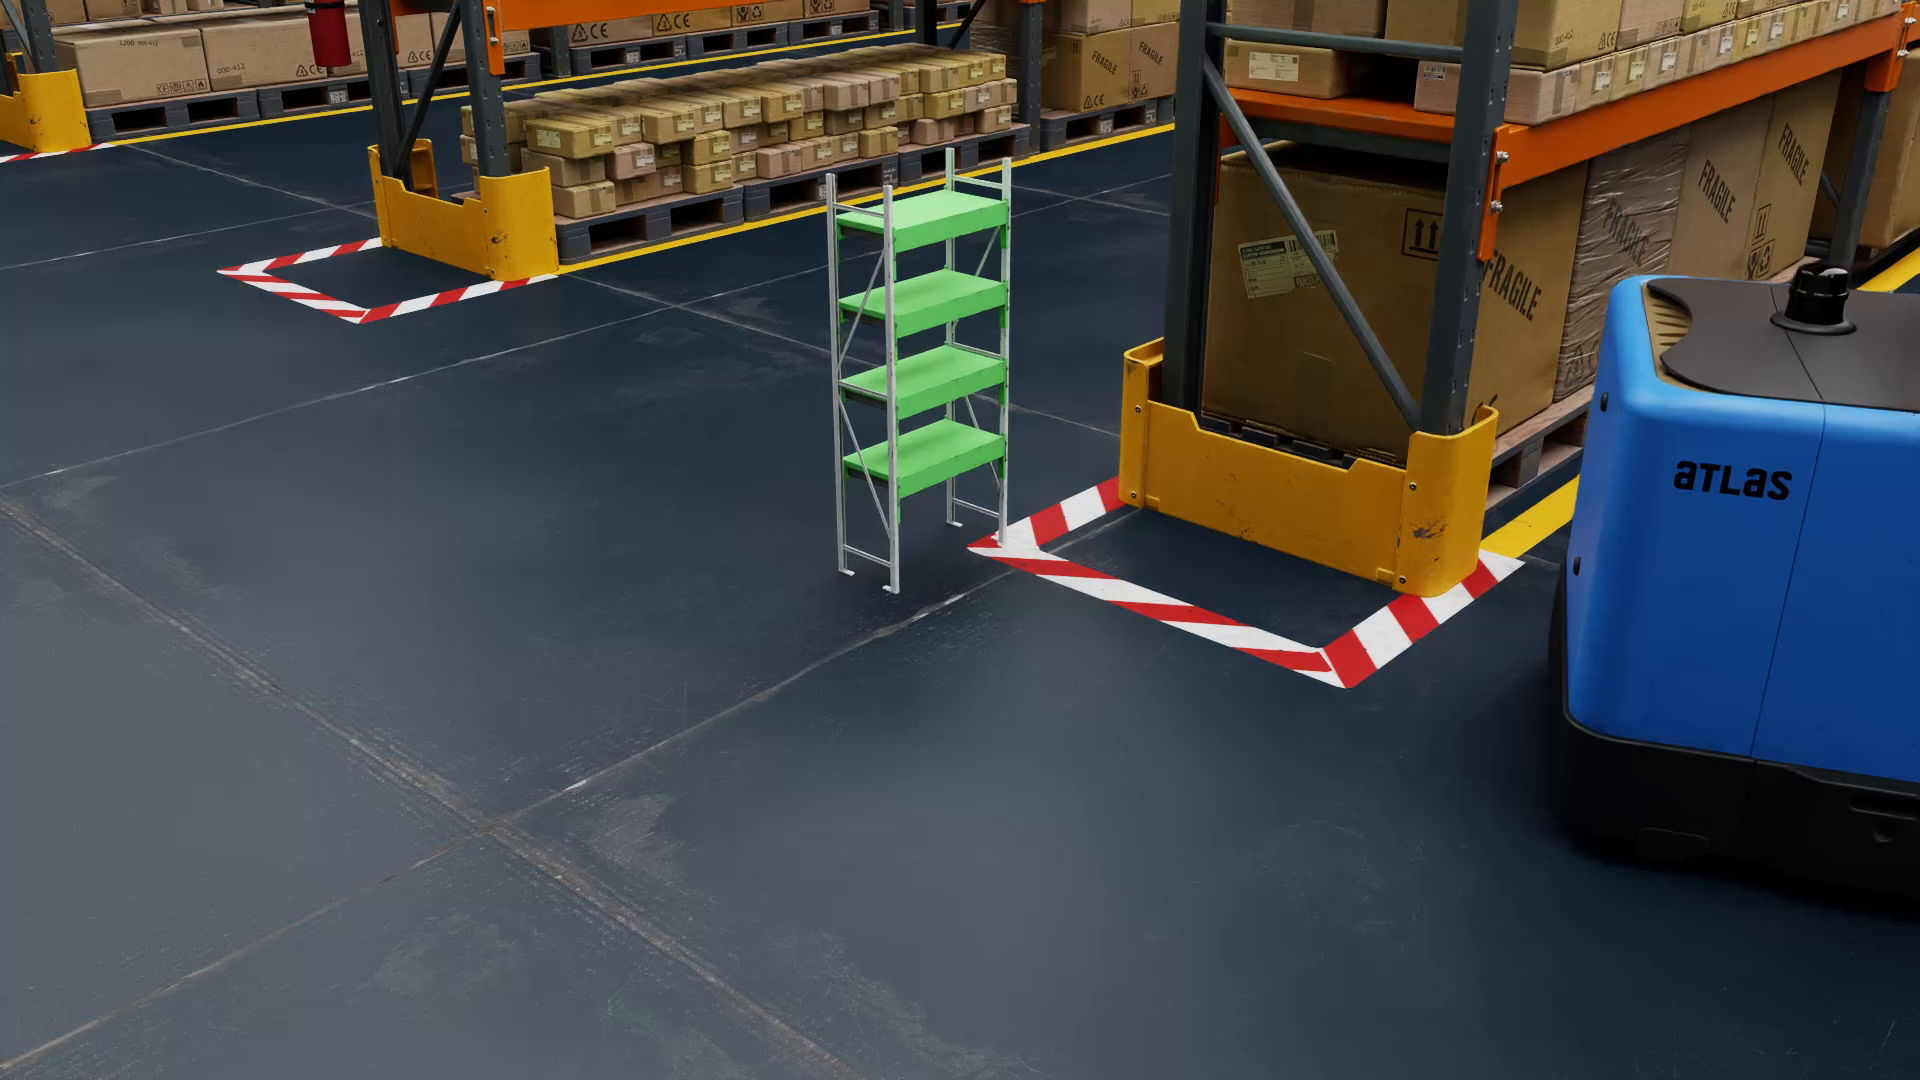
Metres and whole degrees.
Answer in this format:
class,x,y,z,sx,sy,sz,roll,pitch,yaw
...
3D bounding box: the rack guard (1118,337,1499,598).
class,x,y,z,sx,sy,sz,roll,pitch,yaw
rack guard,1.052,-0.259,5.217,1.175,0.500,0.348,20,31,38

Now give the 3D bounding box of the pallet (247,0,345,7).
class,x,y,z,sx,sy,sz,roll,pitch,yaw
pallet,-6.827,-5.672,17.642,1.003,0.211,1.213,20,31,38

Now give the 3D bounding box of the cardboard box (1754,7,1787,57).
class,x,y,z,sx,sy,sz,roll,pitch,yaw
cardboard box,2.750,-1.860,6.039,0.380,0.149,0.250,21,31,38

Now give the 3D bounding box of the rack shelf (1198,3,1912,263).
class,x,y,z,sx,sy,sz,roll,pitch,yaw
rack shelf,2.403,-1.688,6.228,1.077,0.370,4.000,20,31,38

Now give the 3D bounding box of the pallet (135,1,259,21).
class,x,y,z,sx,sy,sz,roll,pitch,yaw
pallet,-7.800,-5.205,16.600,1.003,0.211,1.213,20,31,38

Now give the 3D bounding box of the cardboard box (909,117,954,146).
class,x,y,z,sx,sy,sz,roll,pitch,yaw
cardboard box,-0.261,-2.535,10.208,0.380,0.149,0.250,19,30,36

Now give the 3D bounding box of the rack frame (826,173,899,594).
class,x,y,z,sx,sy,sz,roll,pitch,yaw
rack frame,-0.273,-0.423,4.726,0.240,1.200,0.015,20,31,38

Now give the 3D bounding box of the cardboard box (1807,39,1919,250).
class,x,y,z,sx,sy,sz,roll,pitch,yaw
cardboard box,4.150,-2.048,8.236,1.225,0.875,0.875,20,31,38

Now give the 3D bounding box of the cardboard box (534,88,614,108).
class,x,y,z,sx,sy,sz,roll,pitch,yaw
cardboard box,-2.105,-2.360,9.090,0.380,0.149,0.250,19,31,36

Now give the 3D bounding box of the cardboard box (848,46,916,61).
class,x,y,z,sx,sy,sz,roll,pitch,yaw
cardboard box,-0.501,-3.057,10.646,0.380,0.149,0.250,22,32,40

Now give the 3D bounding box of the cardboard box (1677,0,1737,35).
class,x,y,z,sx,sy,sz,roll,pitch,yaw
cardboard box,2.269,-1.859,5.550,0.500,0.250,0.500,19,30,36

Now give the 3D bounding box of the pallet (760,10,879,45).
class,x,y,z,sx,sy,sz,roll,pitch,yaw
pallet,-1.555,-5.059,16.274,1.003,0.211,1.213,20,31,38

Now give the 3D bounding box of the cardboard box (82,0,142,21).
class,x,y,z,sx,sy,sz,roll,pitch,yaw
cardboard box,-8.240,-5.245,15.824,0.700,0.500,0.500,19,30,36

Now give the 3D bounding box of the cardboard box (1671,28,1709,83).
class,x,y,z,sx,sy,sz,roll,pitch,yaw
cardboard box,2.235,-1.624,5.513,0.380,0.149,0.250,19,31,37

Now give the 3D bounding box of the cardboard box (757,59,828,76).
class,x,y,z,sx,sy,sz,roll,pitch,yaw
cardboard box,-1.021,-2.826,10.130,0.380,0.149,0.250,21,32,39

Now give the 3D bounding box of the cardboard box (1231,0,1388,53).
class,x,y,z,sx,sy,sz,roll,pitch,yaw
cardboard box,1.194,-1.695,5.183,0.500,0.250,0.500,20,31,37

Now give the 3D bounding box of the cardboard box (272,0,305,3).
class,x,y,z,sx,sy,sz,roll,pitch,yaw
cardboard box,-6.851,-5.823,17.113,0.500,0.500,0.500,22,32,40

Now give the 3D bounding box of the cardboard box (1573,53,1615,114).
class,x,y,z,sx,sy,sz,roll,pitch,yaw
cardboard box,1.721,-1.389,4.989,0.380,0.149,0.250,20,31,37

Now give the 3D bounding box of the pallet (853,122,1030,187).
class,x,y,z,sx,sy,sz,roll,pitch,yaw
pallet,-0.311,-2.524,10.622,1.003,0.211,1.213,20,31,38

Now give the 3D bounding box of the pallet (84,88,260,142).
class,x,y,z,sx,sy,sz,roll,pitch,yaw
pallet,-5.837,-3.106,11.919,1.003,0.211,1.213,20,31,38

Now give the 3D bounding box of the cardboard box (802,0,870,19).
class,x,y,z,sx,sy,sz,roll,pitch,yaw
cardboard box,-1.496,-5.585,16.123,0.875,0.875,0.875,20,31,37

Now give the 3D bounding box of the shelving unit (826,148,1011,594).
class,x,y,z,sx,sy,sz,roll,pitch,yaw
shelving unit,-0.111,-0.497,4.892,0.258,1.200,0.503,20,31,38

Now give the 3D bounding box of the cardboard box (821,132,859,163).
class,x,y,z,sx,sy,sz,roll,pitch,yaw
cardboard box,-0.812,-2.313,9.713,0.380,0.149,0.250,21,32,38

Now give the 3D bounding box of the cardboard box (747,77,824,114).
class,x,y,z,sx,sy,sz,roll,pitch,yaw
cardboard box,-0.995,-2.531,9.472,0.380,0.149,0.250,20,31,38

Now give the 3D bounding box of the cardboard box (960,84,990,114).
class,x,y,z,sx,sy,sz,roll,pitch,yaw
cardboard box,-0.033,-2.769,10.367,0.380,0.149,0.250,18,30,35

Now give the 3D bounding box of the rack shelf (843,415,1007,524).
class,x,y,z,sx,sy,sz,roll,pitch,yaw
rack shelf,-0.111,-0.220,5.016,0.258,0.148,0.480,20,31,38

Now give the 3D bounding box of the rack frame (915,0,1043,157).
class,x,y,z,sx,sy,sz,roll,pitch,yaw
rack frame,0.111,-4.011,10.529,1.000,3.000,0.127,20,31,38

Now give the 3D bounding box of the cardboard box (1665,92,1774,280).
class,x,y,z,sx,sy,sz,roll,pitch,yaw
cardboard box,2.637,-1.395,6.778,0.875,0.875,0.875,20,31,38

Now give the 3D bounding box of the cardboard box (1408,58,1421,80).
class,x,y,z,sx,sy,sz,roll,pitch,yaw
cardboard box,1.402,-1.647,5.564,0.380,0.149,0.250,20,31,38

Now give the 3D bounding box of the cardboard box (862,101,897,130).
class,x,y,z,sx,sy,sz,roll,pitch,yaw
cardboard box,-0.595,-2.550,9.878,0.380,0.149,0.250,21,32,39

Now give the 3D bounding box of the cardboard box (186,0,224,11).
class,x,y,z,sx,sy,sz,roll,pitch,yaw
cardboard box,-7.494,-5.327,16.436,0.380,0.149,0.250,19,30,36

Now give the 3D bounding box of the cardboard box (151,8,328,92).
class,x,y,z,sx,sy,sz,roll,pitch,yaw
cardboard box,-5.341,-3.645,12.332,0.875,0.438,0.875,21,32,39

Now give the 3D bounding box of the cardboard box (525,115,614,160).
class,x,y,z,sx,sy,sz,roll,pitch,yaw
cardboard box,-1.956,-2.021,8.336,0.380,0.149,0.250,18,30,35

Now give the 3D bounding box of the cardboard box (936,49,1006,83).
class,x,y,z,sx,sy,sz,roll,pitch,yaw
cardboard box,0.068,-2.994,10.505,0.380,0.149,0.250,21,32,39

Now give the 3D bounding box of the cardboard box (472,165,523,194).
class,x,y,z,sx,sy,sz,roll,pitch,yaw
cardboard box,-2.362,-1.900,8.793,0.380,0.149,0.250,21,31,38

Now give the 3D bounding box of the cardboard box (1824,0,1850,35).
class,x,y,z,sx,sy,sz,roll,pitch,yaw
cardboard box,3.263,-2.094,6.561,0.380,0.149,0.250,21,31,38

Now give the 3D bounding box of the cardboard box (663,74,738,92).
class,x,y,z,sx,sy,sz,roll,pitch,yaw
cardboard box,-1.489,-2.568,9.556,0.380,0.149,0.250,19,30,36

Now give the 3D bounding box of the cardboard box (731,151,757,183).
class,x,y,z,sx,sy,sz,roll,pitch,yaw
cardboard box,-1.344,-2.087,9.209,0.380,0.149,0.250,20,31,38

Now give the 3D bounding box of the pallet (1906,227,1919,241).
class,x,y,z,sx,sy,sz,roll,pitch,yaw
pallet,5.011,-1.983,9.414,1.003,0.211,1.213,20,31,38

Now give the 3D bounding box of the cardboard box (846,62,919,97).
class,x,y,z,sx,sy,sz,roll,pitch,yaw
cardboard box,-0.465,-2.770,10.005,0.380,0.149,0.250,21,32,39

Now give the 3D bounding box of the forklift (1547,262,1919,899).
class,x,y,z,sx,sy,sz,roll,pitch,yaw
forklift,2.896,-0.651,3.120,3.031,2.935,1.130,8,25,16

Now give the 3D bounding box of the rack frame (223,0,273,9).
class,x,y,z,sx,sy,sz,roll,pitch,yaw
rack frame,-7.341,-6.686,16.496,1.000,3.000,0.127,20,31,38

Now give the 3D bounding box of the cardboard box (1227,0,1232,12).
class,x,y,z,sx,sy,sz,roll,pitch,yaw
cardboard box,1.840,-4.036,12.210,0.500,0.250,0.500,21,32,39

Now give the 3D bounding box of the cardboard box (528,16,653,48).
class,x,y,z,sx,sy,sz,roll,pitch,yaw
cardboard box,-3.288,-4.765,14.294,0.875,0.875,0.875,21,32,39

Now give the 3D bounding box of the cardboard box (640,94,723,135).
class,x,y,z,sx,sy,sz,roll,pitch,yaw
cardboard box,-1.494,-2.278,8.909,0.380,0.149,0.250,18,30,35

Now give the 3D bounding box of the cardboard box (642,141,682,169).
class,x,y,z,sx,sy,sz,roll,pitch,yaw
cardboard box,-1.695,-2.075,8.820,0.380,0.149,0.250,21,31,38

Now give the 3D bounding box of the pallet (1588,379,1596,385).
class,x,y,z,sx,sy,sz,roll,pitch,yaw
pallet,2.358,-0.770,6.709,1.003,0.211,1.213,20,31,38

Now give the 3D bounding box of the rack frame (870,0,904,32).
class,x,y,z,sx,sy,sz,roll,pitch,yaw
rack frame,-0.973,-6.551,16.193,1.000,3.000,0.127,20,31,38

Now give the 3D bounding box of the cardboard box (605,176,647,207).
class,x,y,z,sx,sy,sz,roll,pitch,yaw
cardboard box,-1.857,-1.857,8.698,0.380,0.149,0.250,20,31,37

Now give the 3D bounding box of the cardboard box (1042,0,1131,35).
class,x,y,z,sx,sy,sz,roll,pitch,yaw
cardboard box,0.801,-3.557,11.143,0.500,0.250,0.500,19,30,35

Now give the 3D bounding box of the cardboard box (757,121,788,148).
class,x,y,z,sx,sy,sz,roll,pitch,yaw
cardboard box,-1.187,-2.324,9.375,0.380,0.149,0.250,22,32,40

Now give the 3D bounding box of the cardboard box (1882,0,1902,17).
class,x,y,z,sx,sy,sz,roll,pitch,yaw
cardboard box,3.778,-2.329,7.085,0.380,0.149,0.250,20,31,38

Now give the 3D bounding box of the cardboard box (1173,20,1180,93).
class,x,y,z,sx,sy,sz,roll,pitch,yaw
cardboard box,1.493,-3.540,12.020,0.500,0.500,0.500,21,31,38
